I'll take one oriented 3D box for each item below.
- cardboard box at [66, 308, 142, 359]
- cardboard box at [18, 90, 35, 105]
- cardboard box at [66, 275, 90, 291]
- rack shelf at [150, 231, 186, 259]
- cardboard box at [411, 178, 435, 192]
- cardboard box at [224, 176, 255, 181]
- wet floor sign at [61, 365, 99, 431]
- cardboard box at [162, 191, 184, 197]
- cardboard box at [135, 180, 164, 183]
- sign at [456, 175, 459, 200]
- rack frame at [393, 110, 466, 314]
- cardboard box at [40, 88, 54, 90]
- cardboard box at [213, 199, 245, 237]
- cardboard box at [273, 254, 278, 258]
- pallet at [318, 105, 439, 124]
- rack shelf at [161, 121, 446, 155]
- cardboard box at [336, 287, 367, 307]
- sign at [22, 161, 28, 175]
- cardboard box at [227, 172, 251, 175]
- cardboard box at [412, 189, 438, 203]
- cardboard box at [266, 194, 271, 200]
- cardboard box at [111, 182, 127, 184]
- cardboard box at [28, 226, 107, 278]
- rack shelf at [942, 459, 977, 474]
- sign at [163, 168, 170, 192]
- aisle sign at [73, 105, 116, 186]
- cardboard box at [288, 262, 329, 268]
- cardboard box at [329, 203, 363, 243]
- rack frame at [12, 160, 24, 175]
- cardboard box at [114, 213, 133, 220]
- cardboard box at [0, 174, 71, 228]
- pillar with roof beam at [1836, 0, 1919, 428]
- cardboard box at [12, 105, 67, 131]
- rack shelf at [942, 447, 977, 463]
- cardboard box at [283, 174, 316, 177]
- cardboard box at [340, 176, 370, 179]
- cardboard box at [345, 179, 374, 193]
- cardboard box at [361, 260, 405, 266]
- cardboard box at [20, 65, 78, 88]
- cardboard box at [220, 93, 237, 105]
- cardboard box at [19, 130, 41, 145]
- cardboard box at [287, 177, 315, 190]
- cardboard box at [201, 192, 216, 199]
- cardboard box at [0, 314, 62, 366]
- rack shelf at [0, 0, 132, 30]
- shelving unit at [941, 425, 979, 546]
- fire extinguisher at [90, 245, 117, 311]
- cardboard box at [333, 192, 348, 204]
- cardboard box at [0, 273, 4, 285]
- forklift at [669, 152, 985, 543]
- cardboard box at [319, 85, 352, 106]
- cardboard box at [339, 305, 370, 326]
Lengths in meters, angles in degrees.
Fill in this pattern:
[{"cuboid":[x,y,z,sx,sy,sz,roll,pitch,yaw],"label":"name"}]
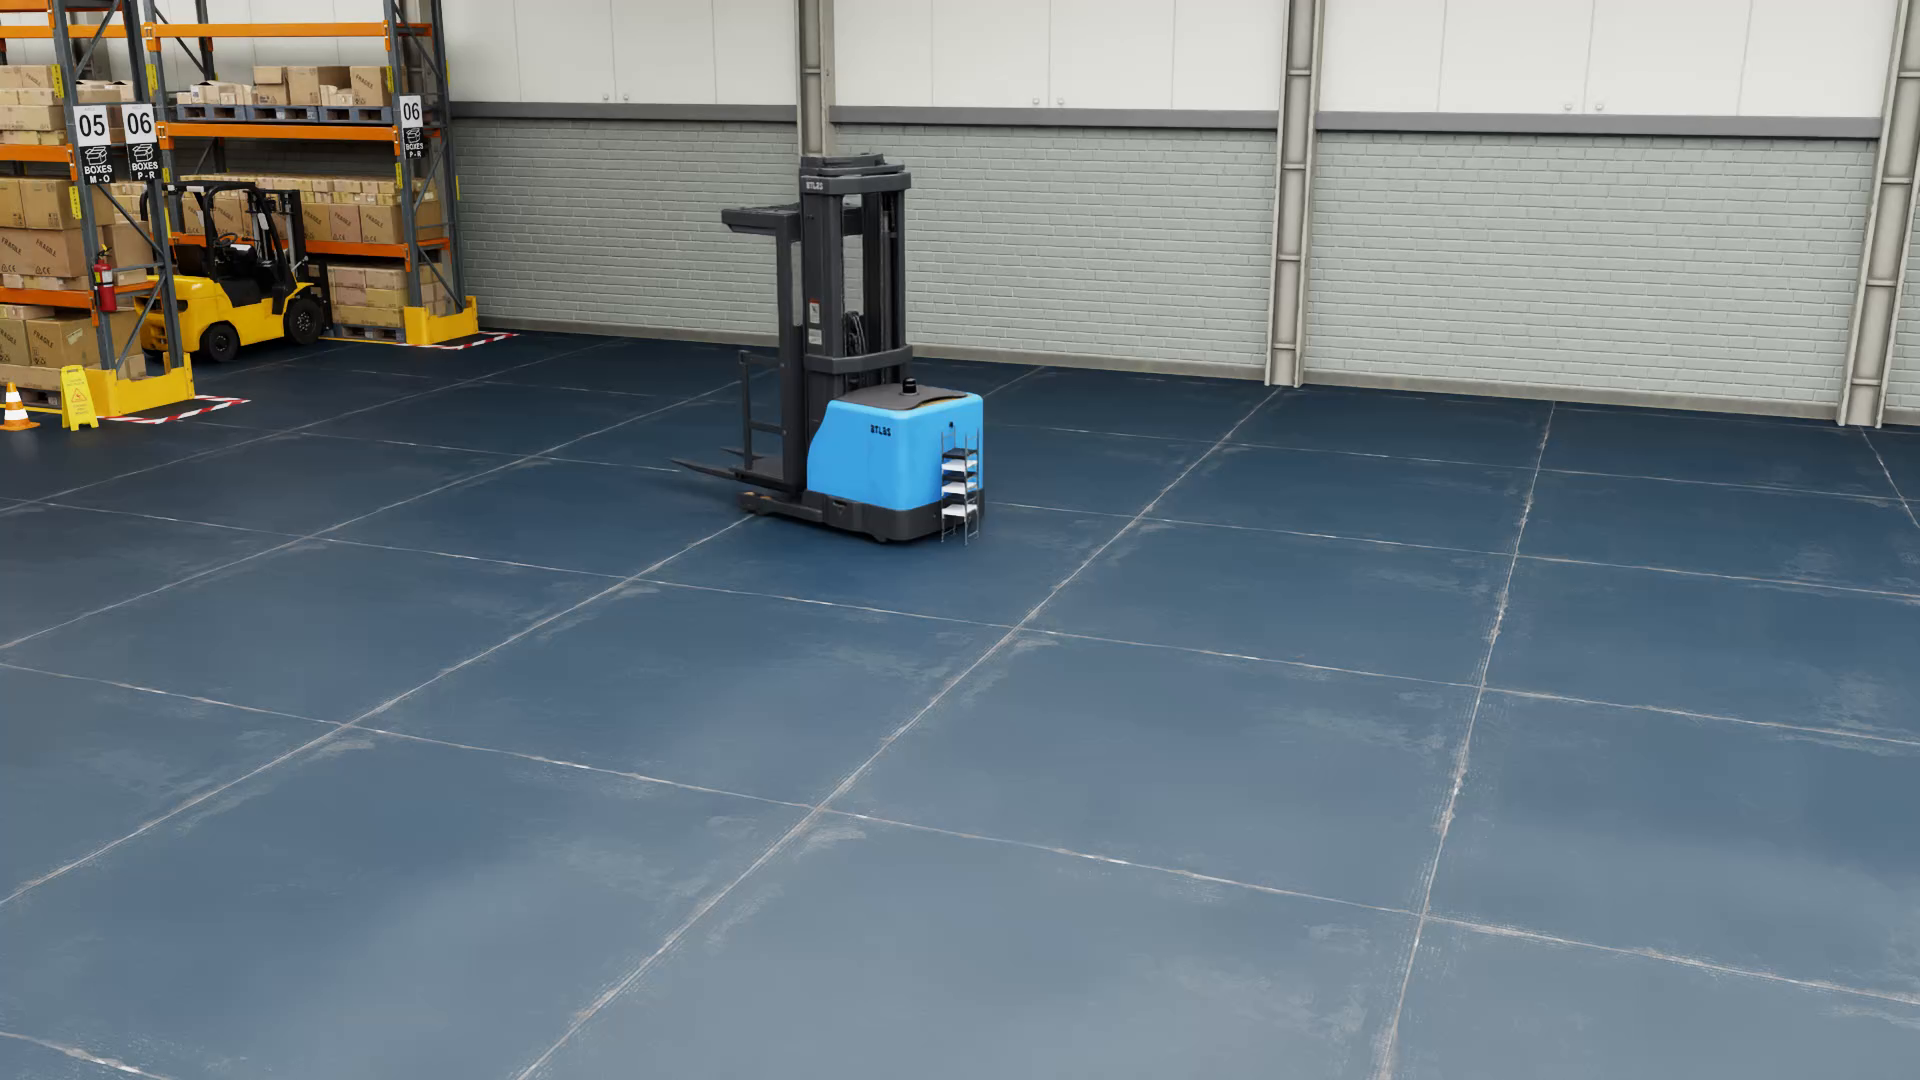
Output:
[{"cuboid":[-9.544,-2.300,18.550,0.500,0.500,0.500,6,17,19],"label":"cardboard box"},{"cuboid":[-9.522,-4.599,17.277,0.250,0.149,0.380,7,17,22],"label":"cardboard box"},{"cuboid":[-9.299,-2.764,17.766,0.250,0.149,0.380,7,18,22],"label":"cardboard box"},{"cuboid":[-12.637,-4.458,24.441,4.000,0.370,1.077,6,17,21],"label":"rack shelf"},{"cuboid":[-7.289,-4.782,22.390,0.250,0.149,0.380,6,17,20],"label":"cardboard box"},{"cuboid":[-9.870,-4.912,22.837,0.250,0.149,0.380,7,17,22],"label":"cardboard box"},{"cuboid":[-9.089,-1.475,17.096,0.232,0.644,0.267,14,21,40],"label":"wet floor sign"},{"cuboid":[-11.176,-4.936,23.453,0.250,0.149,0.380,7,18,23],"label":"cardboard box"},{"cuboid":[-11.732,-5.138,24.149,0.250,0.149,0.380,6,17,20],"label":"cardboard box"},{"cuboid":[-6.846,-4.787,22.588,0.005,0.325,0.100,6,17,21],"label":"sign"},{"cuboid":[-7.055,-4.190,22.226,0.127,3.000,1.000,6,17,21],"label":"rack frame"},{"cuboid":[-9.785,-4.803,17.976,0.250,0.149,0.380,6,17,20],"label":"cardboard box"},{"cuboid":[-9.969,-4.485,23.064,0.500,0.500,0.500,7,17,22],"label":"cardboard box"},{"cuboid":[-9.771,-3.912,23.656,0.500,0.250,0.500,6,17,20],"label":"cardboard box"},{"cuboid":[-7.704,-5.667,22.093,1.213,0.211,1.003,6,17,21],"label":"pallet"},{"cuboid":[-8.916,-5.490,22.613,4.000,0.370,1.077,6,17,21],"label":"rack shelf"},{"cuboid":[-8.085,-3.334,22.560,0.500,0.250,0.500,6,17,20],"label":"cardboard box"},{"cuboid":[-14.297,-5.709,25.381,0.005,0.325,0.100,6,17,21],"label":"sign"},{"cuboid":[-10.150,-5.111,23.522,0.250,0.149,0.380,6,17,19],"label":"cardboard box"},{"cuboid":[-7.276,-4.652,22.473,0.250,0.149,0.380,6,17,19],"label":"cardboard box"},{"cuboid":[-9.396,-4.719,22.707,0.250,0.149,0.380,6,17,19],"label":"cardboard box"},{"cuboid":[-12.145,-5.032,23.784,0.250,0.149,0.380,6,17,19],"label":"cardboard box"},{"cuboid":[-9.479,-3.077,17.680,0.500,0.500,0.500,6,17,20],"label":"cardboard box"},{"cuboid":[0.003,-0.570,12.994,0.200,0.077,0.258,8,18,25],"label":"rack shelf"},{"cuboid":[-10.966,-4.975,22.997,0.005,0.325,0.100,6,17,21],"label":"sign"},{"cuboid":[-8.922,-4.069,17.147,0.004,0.787,0.394,6,17,21],"label":"aisle sign"},{"cuboid":[-9.017,-3.671,22.824,0.500,0.250,0.500,6,17,20],"label":"cardboard box"},{"cuboid":[-8.089,-4.276,22.342,0.500,0.500,0.500,7,18,22],"label":"cardboard box"},{"cuboid":[-14.497,-5.008,25.045,0.127,3.000,1.000,6,17,21],"label":"rack frame"},{"cuboid":[-11.811,-4.561,23.773,0.500,0.250,0.500,6,17,20],"label":"cardboard box"},{"cuboid":[-9.896,-3.623,17.766,0.500,0.500,0.700,6,17,21],"label":"cardboard box"},{"cuboid":[7.793,-4.418,12.252,0.400,9.000,9.100,6,17,21],"label":"pillar with roof beam"},{"cuboid":[-9.448,-4.396,17.291,0.500,0.250,0.500,6,17,20],"label":"cardboard box"},{"cuboid":[0.003,-0.656,12.969,0.200,0.077,0.258,8,18,25],"label":"rack shelf"},{"cuboid":[-9.189,-5.008,23.167,0.250,0.149,0.380,6,17,20],"label":"cardboard box"},{"cuboid":[-8.250,-4.891,22.763,0.250,0.149,0.380,7,18,22],"label":"cardboard box"},{"cuboid":[-7.960,-4.711,22.146,0.250,0.149,0.380,7,17,22],"label":"cardboard box"},{"cuboid":[-7.899,-3.700,22.923,0.500,0.250,0.500,6,17,21],"label":"cardboard box"},{"cuboid":[-12.966,-6.505,23.709,0.500,0.500,0.500,7,17,22],"label":"cardboard box"},{"cuboid":[-9.755,-5.965,22.480,0.250,0.149,0.380,7,18,22],"label":"cardboard box"},{"cuboid":[-9.551,-4.203,17.342,0.250,0.149,0.380,6,17,21],"label":"cardboard box"},{"cuboid":[-8.895,-4.830,22.554,0.250,0.149,0.380,7,17,21],"label":"cardboard box"},{"cuboid":[-10.335,-4.832,23.094,0.250,0.149,0.380,7,17,22],"label":"cardboard box"},{"cuboid":[-10.201,-2.210,18.241,0.500,0.500,0.500,7,18,23],"label":"cardboard box"},{"cuboid":[-10.734,-5.641,17.760,4.000,0.370,1.077,6,17,21],"label":"rack shelf"},{"cuboid":[0.003,-0.429,13.035,0.210,0.900,0.258,8,18,25],"label":"shelving unit"},{"cuboid":[-8.936,-2.734,17.349,0.183,0.674,0.296,6,17,21],"label":"fire extinguisher"},{"cuboid":[-8.175,-4.601,22.301,0.250,0.149,0.380,6,17,20],"label":"cardboard box"},{"cuboid":[-10.244,-2.874,18.145,0.250,0.149,0.380,7,17,21],"label":"cardboard box"},{"cuboid":[-1.244,-1.708,13.801,3.031,2.935,1.130,14,21,39],"label":"forklift"},{"cuboid":[-8.173,-5.848,21.864,0.258,0.266,0.396,6,17,21],"label":"cardboard box"},{"cuboid":[-8.067,-3.091,22.618,0.500,0.250,0.500,6,17,21],"label":"cardboard box"}]
